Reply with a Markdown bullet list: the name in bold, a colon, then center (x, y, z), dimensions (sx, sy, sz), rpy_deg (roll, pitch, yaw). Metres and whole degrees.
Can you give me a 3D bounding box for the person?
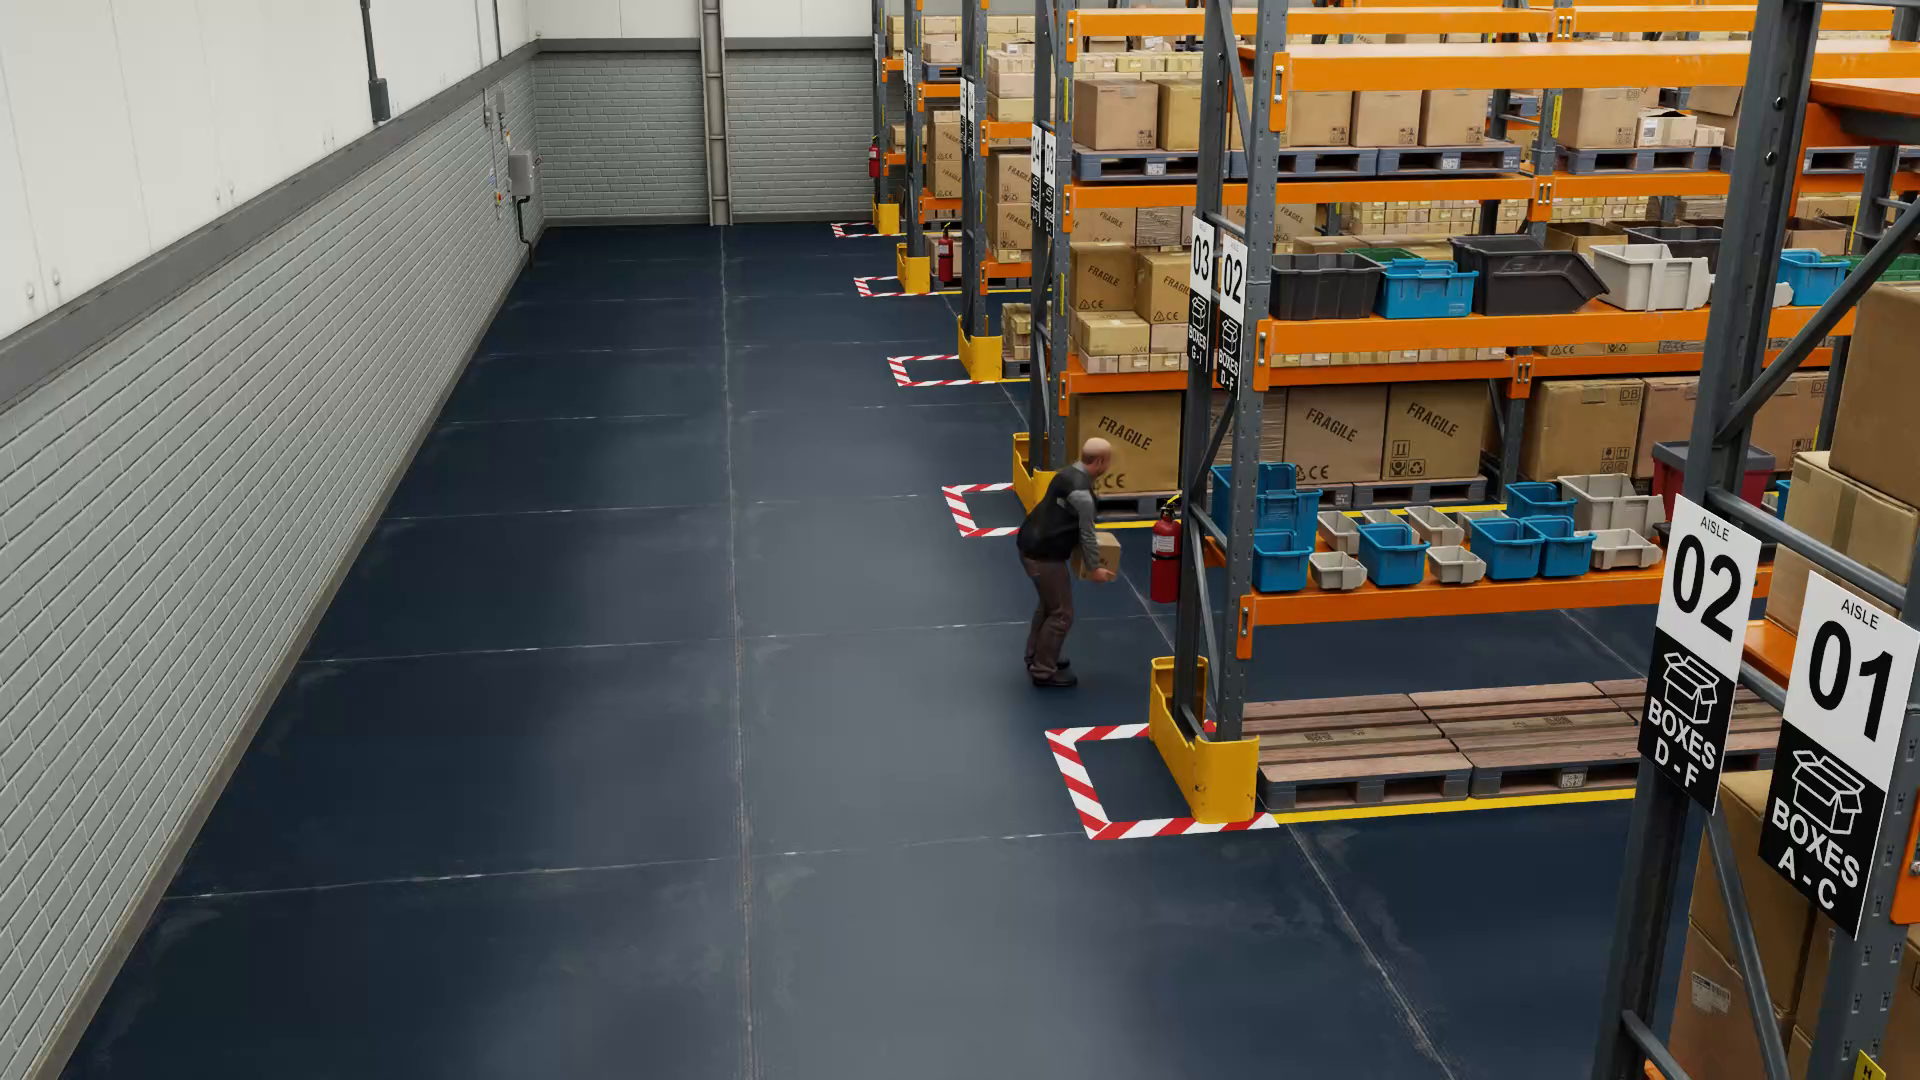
- **person**: center (0.681, 0.130, 10.880), dimensions (0.614, 1.640, 0.472), rpy_deg (-3, 20, -9)
